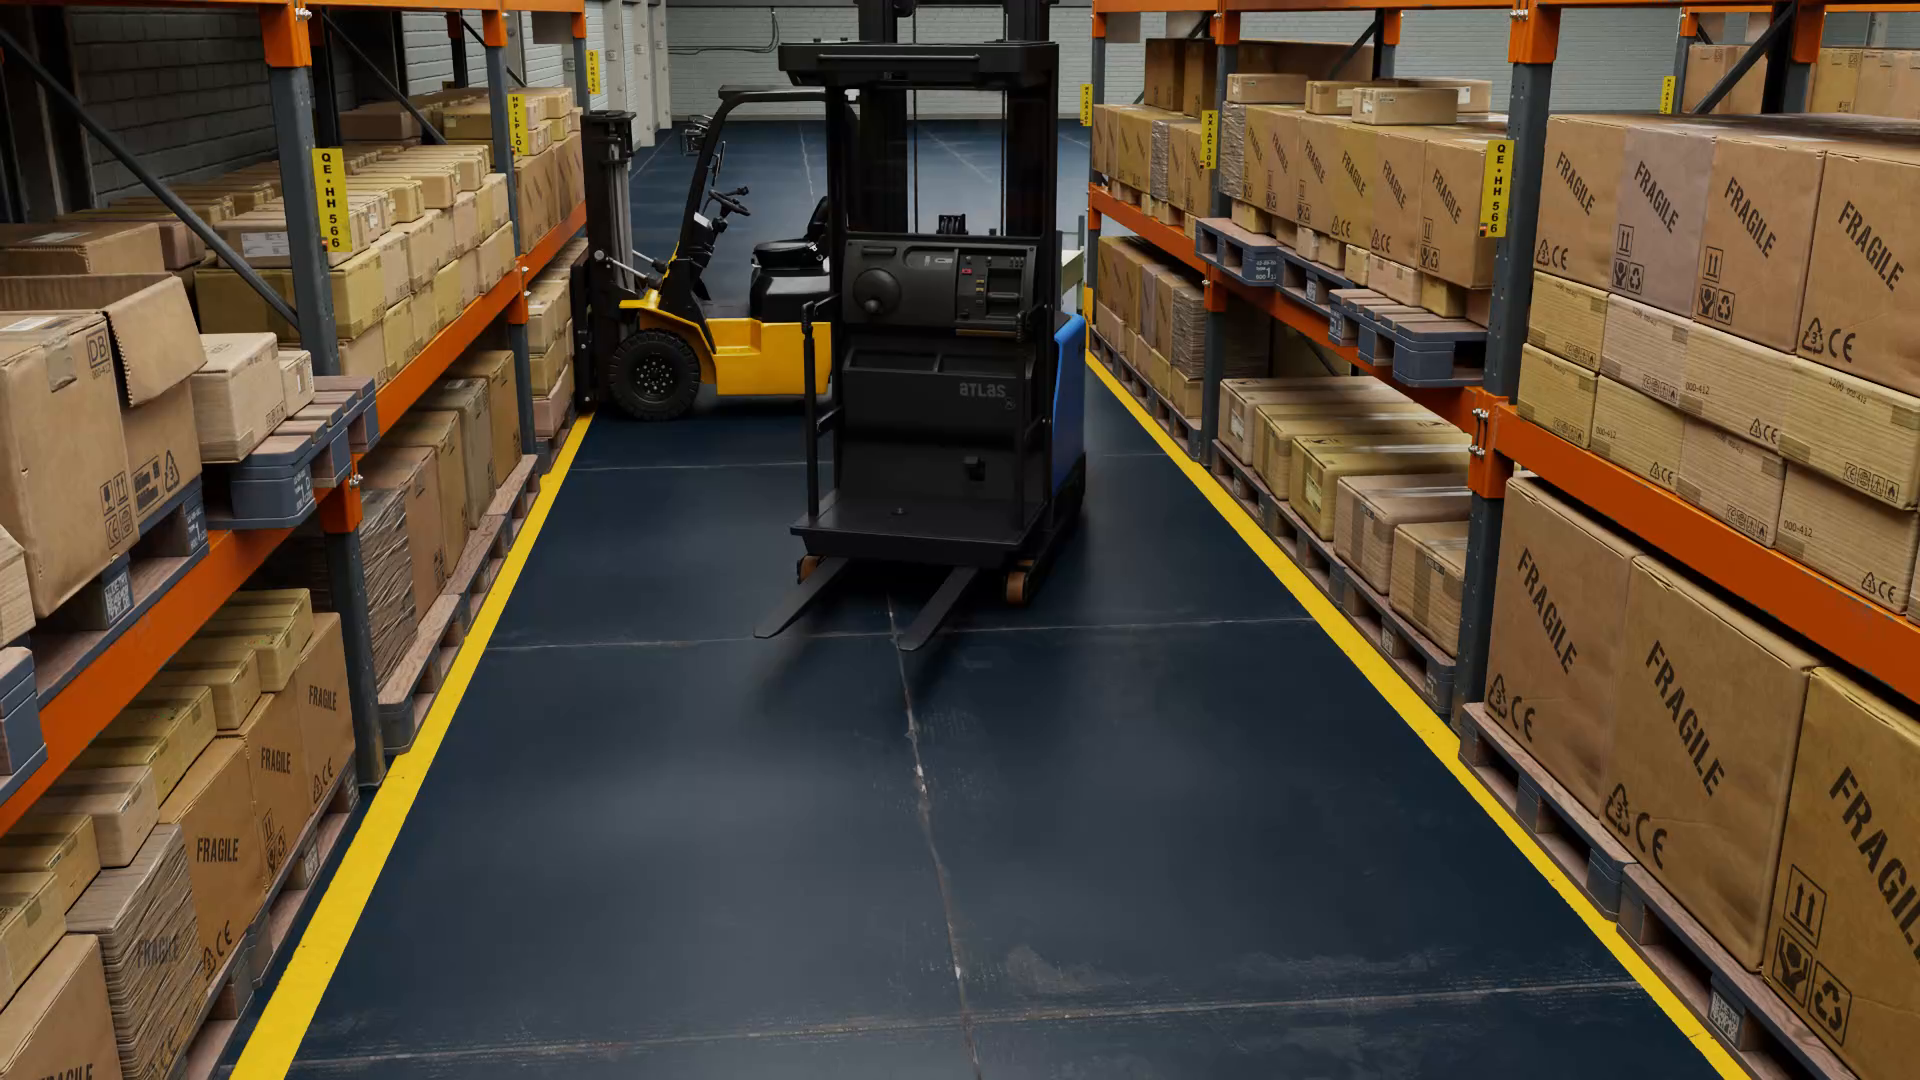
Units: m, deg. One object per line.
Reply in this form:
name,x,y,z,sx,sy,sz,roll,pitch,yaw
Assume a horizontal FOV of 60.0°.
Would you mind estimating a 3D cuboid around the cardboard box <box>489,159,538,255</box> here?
cardboard box,-2.754,-1.933,9.661,0.500,0.500,0.500,-2,18,-7

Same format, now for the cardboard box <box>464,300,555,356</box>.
cardboard box,-2.706,-1.265,9.918,0.500,0.250,0.500,-2,18,-6

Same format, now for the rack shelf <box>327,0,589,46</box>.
rack shelf,-3.174,-3.429,10.785,1.077,0.370,4.000,-2,18,-6

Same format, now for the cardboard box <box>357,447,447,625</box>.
cardboard box,-2.681,-0.002,6.938,0.875,0.625,0.625,-1,17,-4

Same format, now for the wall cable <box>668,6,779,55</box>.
wall cable,-6.288,-13.939,43.238,3.097,2.526,0.112,-2,18,-6

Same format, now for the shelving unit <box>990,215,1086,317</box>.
shelving unit,0.445,-1.082,9.619,0.431,1.500,0.755,4,18,13

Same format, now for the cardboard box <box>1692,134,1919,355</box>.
cardboard box,2.288,-0.776,4.306,0.500,0.500,0.500,-1,17,-4

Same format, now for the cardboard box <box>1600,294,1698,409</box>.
cardboard box,2.240,-0.562,4.877,0.500,0.250,0.500,-1,17,-4

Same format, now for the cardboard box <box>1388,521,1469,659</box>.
cardboard box,2.333,0.177,6.793,0.950,0.372,0.625,-3,18,-9

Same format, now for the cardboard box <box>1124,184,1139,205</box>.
cardboard box,1.413,-2.555,12.226,0.380,0.149,0.250,-1,17,-4

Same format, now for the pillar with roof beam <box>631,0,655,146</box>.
pillar with roof beam,-2.398,-12.848,34.576,9.100,9.000,0.400,-2,18,-6

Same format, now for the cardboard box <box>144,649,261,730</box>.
cardboard box,-2.210,0.429,4.693,0.380,0.149,0.250,-2,18,-7

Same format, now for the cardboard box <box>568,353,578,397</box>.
cardboard box,-2.825,-1.092,11.036,0.500,0.250,0.500,-1,17,-5

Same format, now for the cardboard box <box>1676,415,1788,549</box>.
cardboard box,2.301,-0.174,4.474,0.500,0.250,0.500,-1,17,-4

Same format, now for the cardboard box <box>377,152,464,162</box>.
cardboard box,-2.694,-1.857,8.334,0.380,0.149,0.250,-2,18,-6

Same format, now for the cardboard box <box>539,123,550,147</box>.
cardboard box,-2.843,-2.588,10.663,0.380,0.149,0.250,-2,18,-7

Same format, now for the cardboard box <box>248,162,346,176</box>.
cardboard box,-3.097,-1.685,7.786,0.380,0.149,0.250,-2,18,-6

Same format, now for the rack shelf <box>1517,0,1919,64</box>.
rack shelf,2.588,-1.200,3.685,1.077,0.370,4.000,-2,18,-6

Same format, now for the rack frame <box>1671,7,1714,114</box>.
rack frame,6.470,-3.275,14.100,1.000,3.000,0.127,-2,18,-6

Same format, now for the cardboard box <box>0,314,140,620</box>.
cardboard box,-2.105,-0.149,3.276,0.700,0.500,0.500,-2,18,-6

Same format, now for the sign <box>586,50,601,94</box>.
sign,-2.839,-3.615,12.856,0.100,0.325,0.005,-2,18,-6

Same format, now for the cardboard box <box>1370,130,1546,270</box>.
cardboard box,1.994,-1.379,6.696,0.500,0.500,0.500,-2,18,-7

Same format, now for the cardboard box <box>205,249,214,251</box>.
cardboard box,-2.933,-0.998,6.264,0.500,0.250,0.500,-2,18,-5

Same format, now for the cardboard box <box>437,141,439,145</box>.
cardboard box,-3.334,-2.496,10.370,0.380,0.149,0.250,-1,17,-4

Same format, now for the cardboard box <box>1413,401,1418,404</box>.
cardboard box,3.212,-1.070,11.246,0.500,0.500,0.500,11,21,32

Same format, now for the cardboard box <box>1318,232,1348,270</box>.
cardboard box,1.875,-1.338,7.650,0.380,0.149,0.250,-2,18,-7

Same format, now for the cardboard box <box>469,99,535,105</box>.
cardboard box,-2.917,-2.730,10.619,0.380,0.149,0.250,-2,18,-6

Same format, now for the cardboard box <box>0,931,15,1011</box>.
cardboard box,-2.089,0.893,3.215,0.380,0.149,0.250,-2,18,-6

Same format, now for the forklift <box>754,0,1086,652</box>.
forklift,-0.149,-1.215,7.654,1.130,2.935,3.031,4,18,13

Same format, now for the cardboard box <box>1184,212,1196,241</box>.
cardboard box,1.600,-1.940,10.270,0.380,0.149,0.250,-1,17,-4

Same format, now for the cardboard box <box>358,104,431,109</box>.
cardboard box,-3.415,-2.557,10.069,0.380,0.149,0.250,-2,18,-7

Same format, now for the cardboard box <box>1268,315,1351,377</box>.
cardboard box,2.177,-1.330,10.544,0.500,0.500,0.500,-1,17,-3

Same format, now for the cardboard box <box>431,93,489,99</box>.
cardboard box,-3.461,-3.020,11.544,0.380,0.149,0.250,-1,17,-4

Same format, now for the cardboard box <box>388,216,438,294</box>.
cardboard box,-2.445,-1.166,6.799,0.500,0.250,0.500,-2,18,-7

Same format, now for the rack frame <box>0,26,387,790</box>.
rack frame,-2.555,-0.554,5.433,1.000,3.000,0.127,-2,18,-6

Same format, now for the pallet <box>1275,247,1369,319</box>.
pallet,2.137,-1.205,7.828,1.003,0.211,1.213,-2,18,-6

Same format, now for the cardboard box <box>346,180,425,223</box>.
cardboard box,-2.439,-1.399,6.876,0.380,0.149,0.250,-1,17,-4

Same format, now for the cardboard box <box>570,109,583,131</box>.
cardboard box,-3.010,-3.124,12.372,0.380,0.149,0.250,-1,17,-5

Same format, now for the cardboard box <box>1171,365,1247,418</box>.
cardboard box,1.641,-0.956,10.604,0.500,0.250,0.500,-1,17,-3

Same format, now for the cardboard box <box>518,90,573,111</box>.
cardboard box,-3.024,-3.186,12.072,0.380,0.149,0.250,-1,17,-4

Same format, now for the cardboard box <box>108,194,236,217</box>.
cardboard box,-2.989,-1.226,6.325,0.380,0.149,0.250,-2,18,-7

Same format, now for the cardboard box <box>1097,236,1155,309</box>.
cardboard box,1.368,-2.082,12.938,0.500,0.500,0.500,-2,18,-7

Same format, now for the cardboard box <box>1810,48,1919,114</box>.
cardboard box,6.724,-3.264,12.012,0.875,0.550,0.500,-2,18,-6

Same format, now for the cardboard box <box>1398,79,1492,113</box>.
cardboard box,2.377,-2.183,8.175,0.380,0.149,0.250,-3,18,-8

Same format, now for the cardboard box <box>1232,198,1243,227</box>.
cardboard box,1.712,-1.806,9.140,0.380,0.149,0.250,-2,17,-5

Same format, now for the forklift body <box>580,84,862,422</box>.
forklift body,-1.370,-2.024,11.532,2.313,2.155,1.214,-2,18,-6

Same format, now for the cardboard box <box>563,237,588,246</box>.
cardboard box,-3.023,-2.175,12.818,0.500,0.250,0.500,-1,17,-4

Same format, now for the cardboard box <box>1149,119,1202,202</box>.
cardboard box,1.558,-2.522,11.038,0.500,0.500,0.500,-1,17,-4

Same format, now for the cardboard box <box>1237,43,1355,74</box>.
cardboard box,2.108,-2.857,10.437,0.700,0.500,0.500,-2,18,-5

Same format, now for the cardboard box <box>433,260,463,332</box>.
cardboard box,-2.517,-1.080,7.359,0.500,0.250,0.500,-1,17,-4

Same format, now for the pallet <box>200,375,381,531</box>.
pallet,-2.416,-0.262,4.825,1.213,0.211,1.003,-2,18,-6

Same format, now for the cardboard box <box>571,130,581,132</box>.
cardboard box,-3.068,-2.846,12.569,0.500,0.500,0.500,-2,18,-7

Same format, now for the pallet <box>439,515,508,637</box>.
pallet,-2.724,0.168,7.791,1.003,0.211,1.213,-2,18,-6
